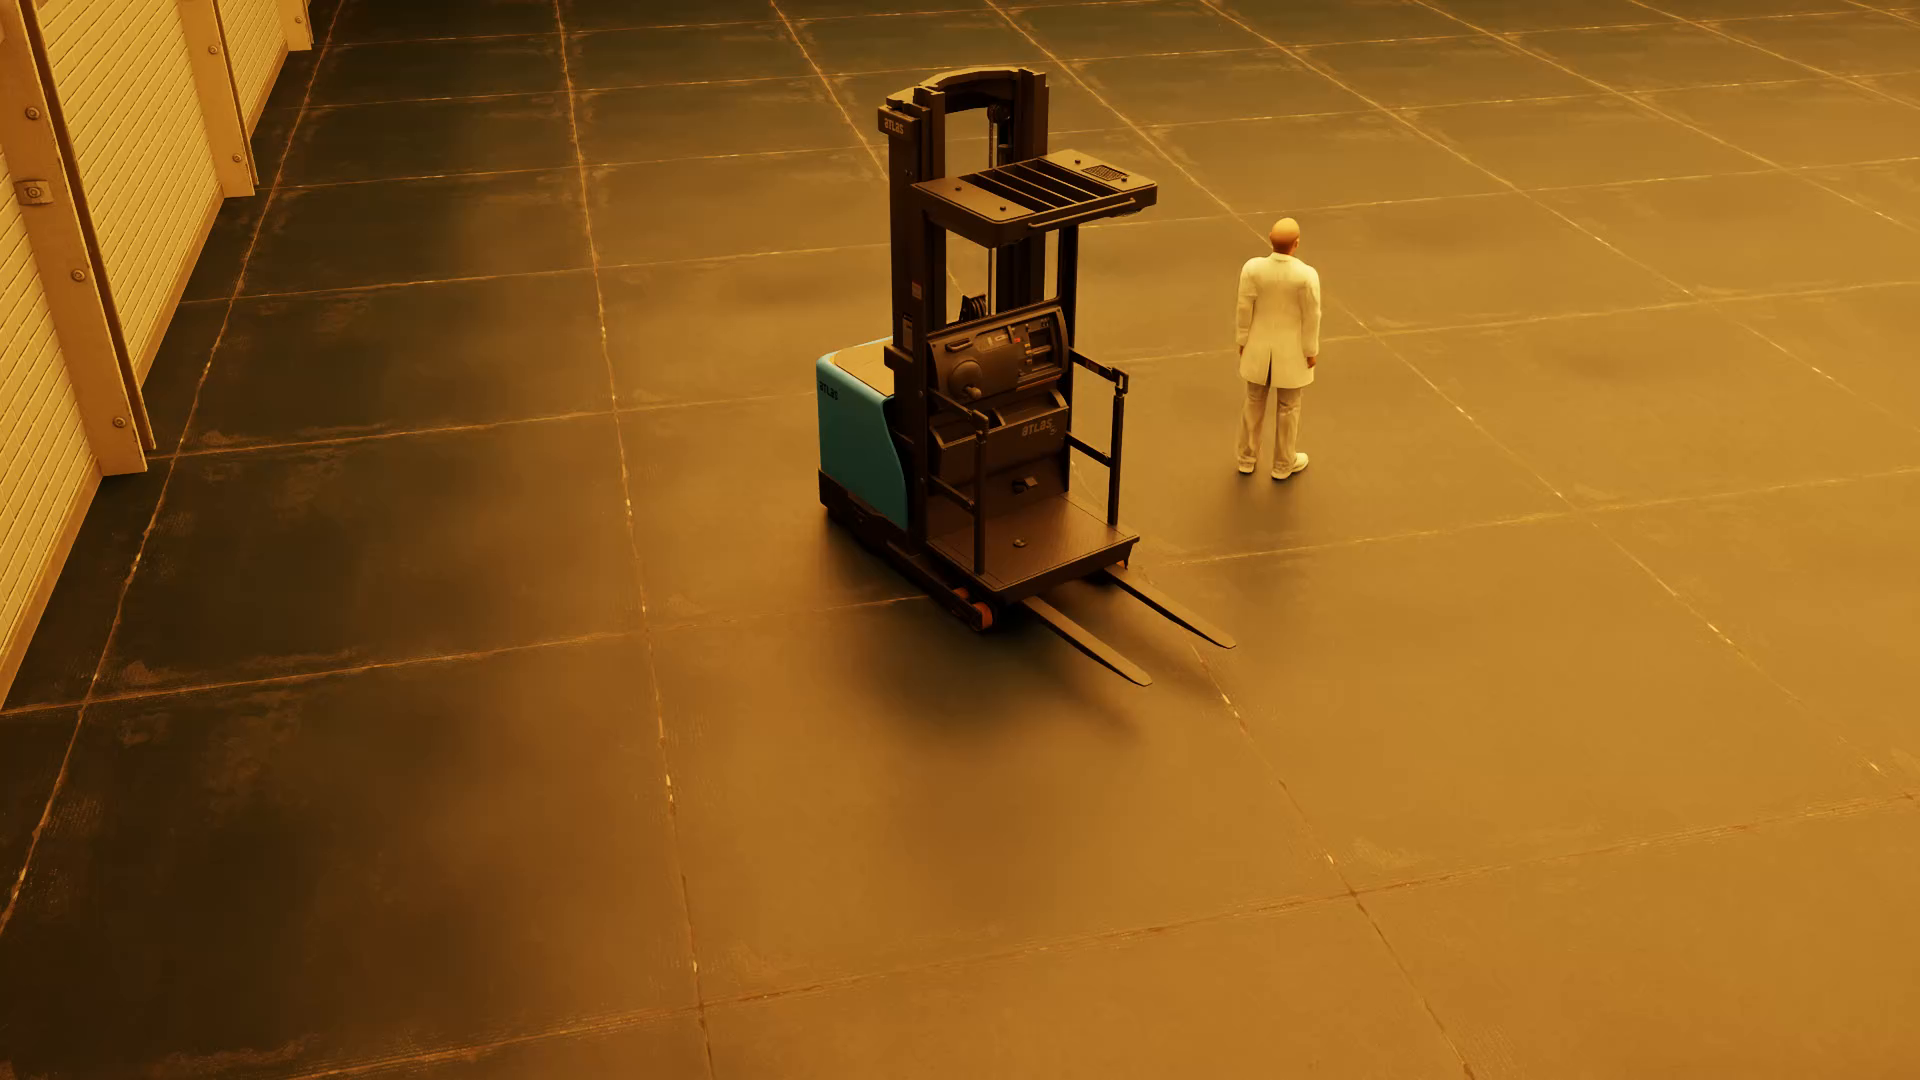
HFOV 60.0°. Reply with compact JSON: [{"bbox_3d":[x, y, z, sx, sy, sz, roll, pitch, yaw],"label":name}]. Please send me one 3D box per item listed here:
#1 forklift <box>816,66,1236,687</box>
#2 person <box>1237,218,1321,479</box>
[{"bbox_3d":[0.355,-1.021,9.338,1.130,2.935,3.031,-20,35,-30],"label":"forklift"},{"bbox_3d":[2.094,-1.272,10.921,0.548,1.781,0.399,14,33,23],"label":"person"}]
